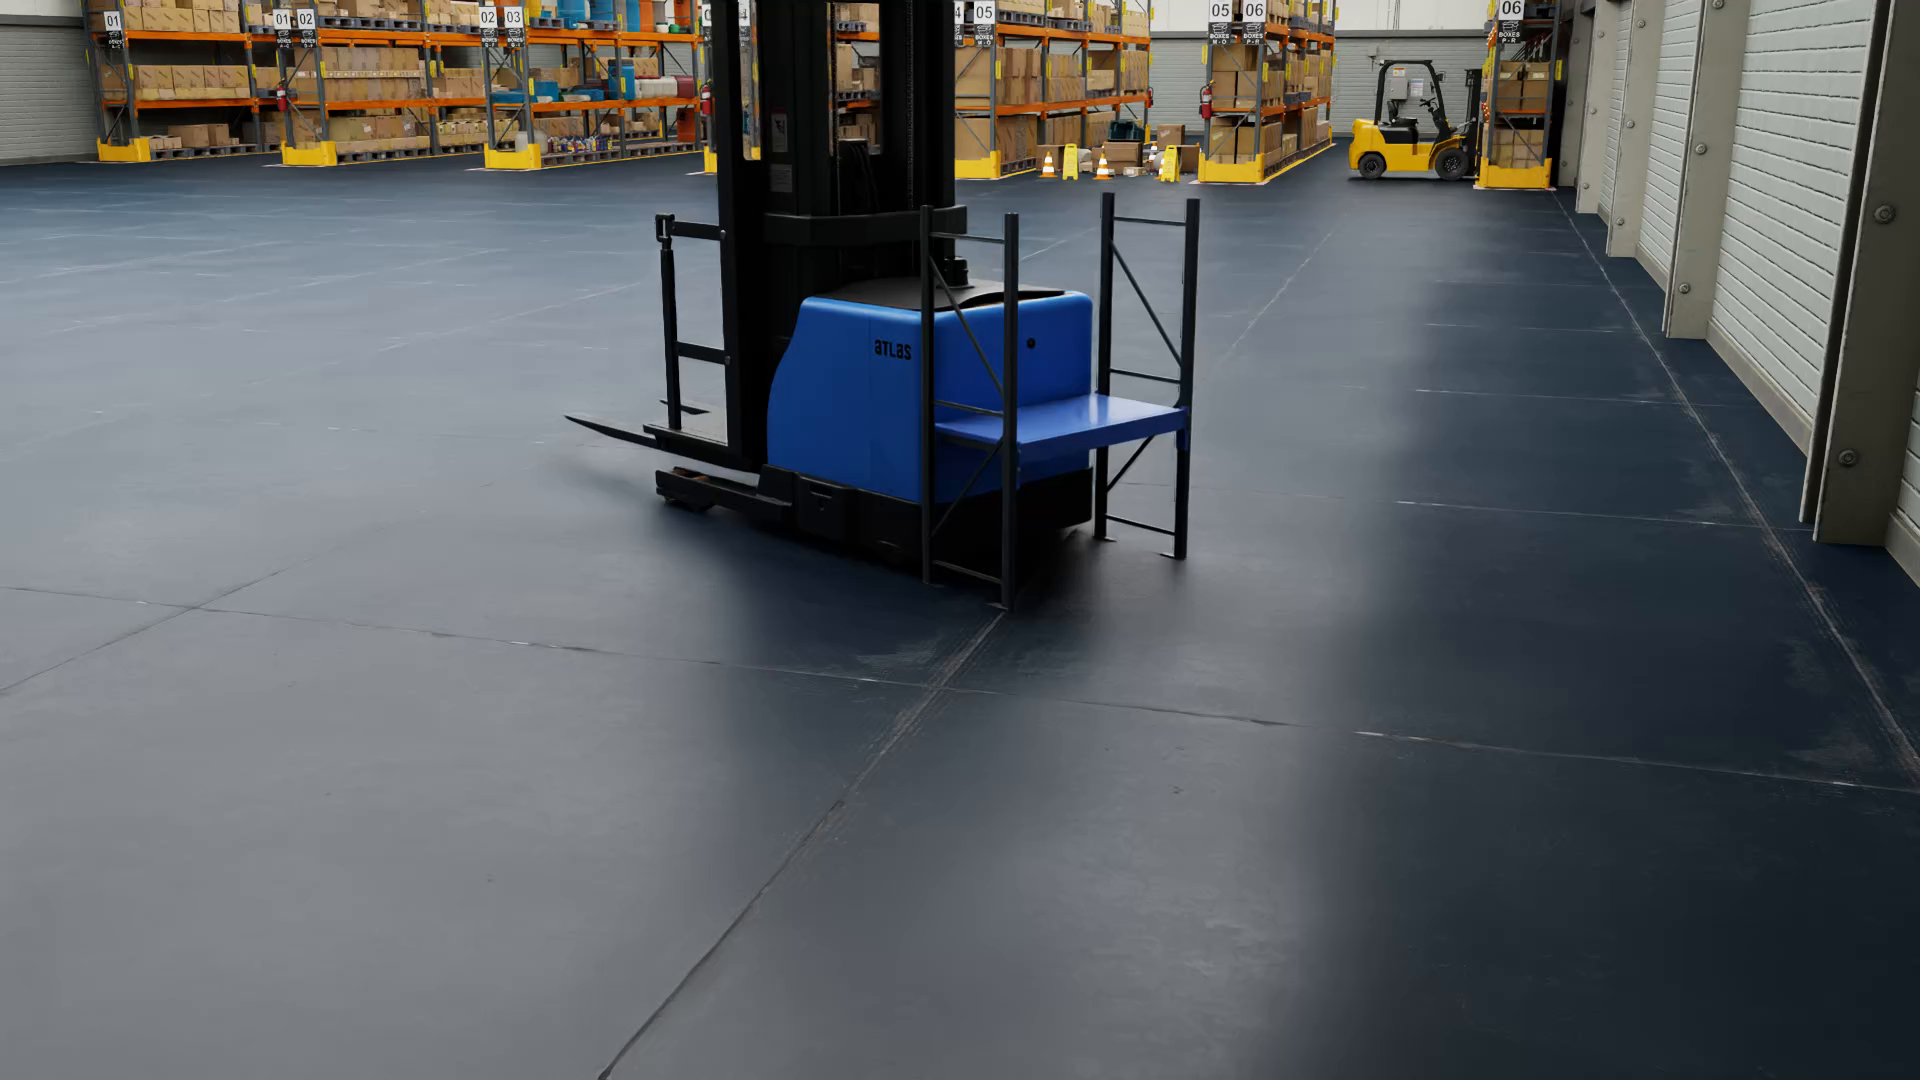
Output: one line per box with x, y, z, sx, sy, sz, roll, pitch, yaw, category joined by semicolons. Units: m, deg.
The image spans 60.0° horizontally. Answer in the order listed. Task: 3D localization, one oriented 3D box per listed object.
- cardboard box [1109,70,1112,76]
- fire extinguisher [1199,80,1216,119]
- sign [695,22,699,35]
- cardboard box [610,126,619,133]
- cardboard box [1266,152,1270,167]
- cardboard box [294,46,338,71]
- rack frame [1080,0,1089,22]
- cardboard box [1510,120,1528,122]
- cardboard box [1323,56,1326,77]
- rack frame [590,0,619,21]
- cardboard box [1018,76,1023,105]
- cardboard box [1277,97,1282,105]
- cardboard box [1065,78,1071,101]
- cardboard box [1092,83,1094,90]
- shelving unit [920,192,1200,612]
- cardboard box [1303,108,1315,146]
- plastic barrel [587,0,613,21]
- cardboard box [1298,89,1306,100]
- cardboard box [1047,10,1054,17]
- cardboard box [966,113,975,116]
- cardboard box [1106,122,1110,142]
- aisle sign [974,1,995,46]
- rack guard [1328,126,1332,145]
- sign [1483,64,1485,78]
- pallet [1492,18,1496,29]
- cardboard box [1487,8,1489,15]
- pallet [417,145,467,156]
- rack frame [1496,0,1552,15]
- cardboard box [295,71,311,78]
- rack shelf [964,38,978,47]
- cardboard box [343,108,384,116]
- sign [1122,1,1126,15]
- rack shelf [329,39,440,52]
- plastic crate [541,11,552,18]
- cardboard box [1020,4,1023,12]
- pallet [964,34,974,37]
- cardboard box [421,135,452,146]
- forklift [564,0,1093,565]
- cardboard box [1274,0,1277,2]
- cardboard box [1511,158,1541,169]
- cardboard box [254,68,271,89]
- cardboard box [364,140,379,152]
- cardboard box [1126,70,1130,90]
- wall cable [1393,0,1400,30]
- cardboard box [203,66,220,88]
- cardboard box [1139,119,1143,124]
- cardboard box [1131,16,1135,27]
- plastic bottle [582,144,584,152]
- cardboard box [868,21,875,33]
3.592;-11.700;41.684;0.380;0.149;0.250;4;16;14;cardboard box
4.484;-7.995;30.162;0.296;0.674;0.183;5;16;16;fire extinguisher
-6.488;-12.624;41.035;0.100;0.325;0.005;5;16;16;sign
-10.066;-11.872;48.076;0.380;0.166;0.250;5;16;16;cardboard box
5.605;-7.228;31.586;0.500;0.250;0.500;5;17;18;cardboard box
-13.879;-10.372;35.838;0.700;0.500;0.500;5;16;16;cardboard box
2.458;-13.363;37.952;1.000;3.000;0.127;5;16;16;rack frame
12.756;-9.502;37.955;0.380;0.149;0.250;5;17;16;cardboard box
9.042;-12.066;42.356;0.500;0.500;0.500;5;17;17;cardboard box
-8.155;-13.112;37.066;1.000;3.000;0.127;5;16;16;rack frame
0.772;-8.981;33.221;0.875;0.550;0.500;5;16;16;cardboard box
6.232;-8.779;33.243;0.380;0.149;0.250;5;17;17;cardboard box
2.160;-9.991;36.873;0.500;0.500;0.500;5;17;17;cardboard box
3.006;-10.871;39.851;0.380;0.149;0.250;5;17;18;cardboard box
0.403;-0.592;6.667;1.048;1.500;0.538;-14;21;-41;shelving unit
8.020;-9.941;40.003;0.875;0.875;0.875;5;17;17;cardboard box
-8.218;-12.060;37.935;0.600;0.901;0.708;5;16;16;plastic barrel
7.613;-10.156;37.913;0.500;0.250;0.500;4;16;15;cardboard box
1.854;-11.255;35.524;0.250;0.149;0.380;5;16;16;cardboard box
-0.101;-11.987;47.219;0.875;0.875;0.875;5;16;16;cardboard box
3.479;-10.176;41.519;0.500;0.500;0.500;4;16;15;cardboard box
0.452;-9.593;30.889;0.394;0.787;0.004;5;16;16;aisle sign
9.513;-11.016;45.253;1.175;0.500;0.348;5;16;16;rack guard
12.607;-11.239;39.869;0.100;0.325;0.005;5;16;16;sign
11.885;-10.903;35.123;1.213;0.211;1.003;5;17;18;pallet
12.624;-12.453;39.204;0.380;0.149;0.250;5;17;17;cardboard box
-12.731;-9.465;40.313;1.003;0.211;1.213;5;16;16;pallet
10.856;-11.575;31.648;1.000;3.000;0.127;5;16;16;rack frame
-14.114;-10.039;35.855;0.380;0.149;0.250;4;16;15;cardboard box
-0.564;-13.555;45.443;1.077;0.370;4.000;5;16;16;rack shelf
-16.182;-11.390;45.161;0.750;0.750;0.750;4;16;15;cardboard box
4.127;-13.363;41.778;0.100;0.325;0.005;5;16;16;sign
-15.948;-13.661;45.816;1.077;0.370;4.000;5;16;16;rack shelf
-9.038;-11.137;35.629;0.392;0.384;0.575;5;16;16;plastic crate
1.019;-10.418;32.573;0.380;0.149;0.250;5;17;16;cardboard box
-0.196;-14.187;46.514;1.003;0.211;1.213;5;16;16;pallet
-12.551;-9.576;39.864;0.500;0.250;0.500;4;16;15;cardboard box
-0.808;-1.632;7.713;1.130;2.935;3.031;-15;22;-43;forklift
5.716;-10.132;31.054;0.380;0.149;0.250;5;17;17;cardboard box
10.046;-6.635;29.495;0.500;0.250;0.500;5;16;16;cardboard box
-17.476;-11.384;40.979;0.700;0.500;0.500;5;16;16;cardboard box
-13.393;-8.828;37.227;0.500;0.250;0.500;5;16;16;cardboard box
4.110;-11.955;43.252;0.500;0.500;0.500;5;16;16;cardboard box
14.233;-16.342;48.385;2.988;3.039;0.133;5;16;16;wall cable
-17.781;-10.883;39.064;0.500;0.500;0.500;4;16;14;cardboard box
4.824;-11.529;45.842;0.380;0.149;0.250;5;17;17;cardboard box
4.264;-13.503;43.300;0.500;0.250;0.500;5;17;17;cardboard box
-8.323;-8.637;36.603;0.097;0.201;0.097;0;16;0;plastic bottle
-2.297;-11.985;38.864;0.500;0.250;0.500;5;16;16;cardboard box
